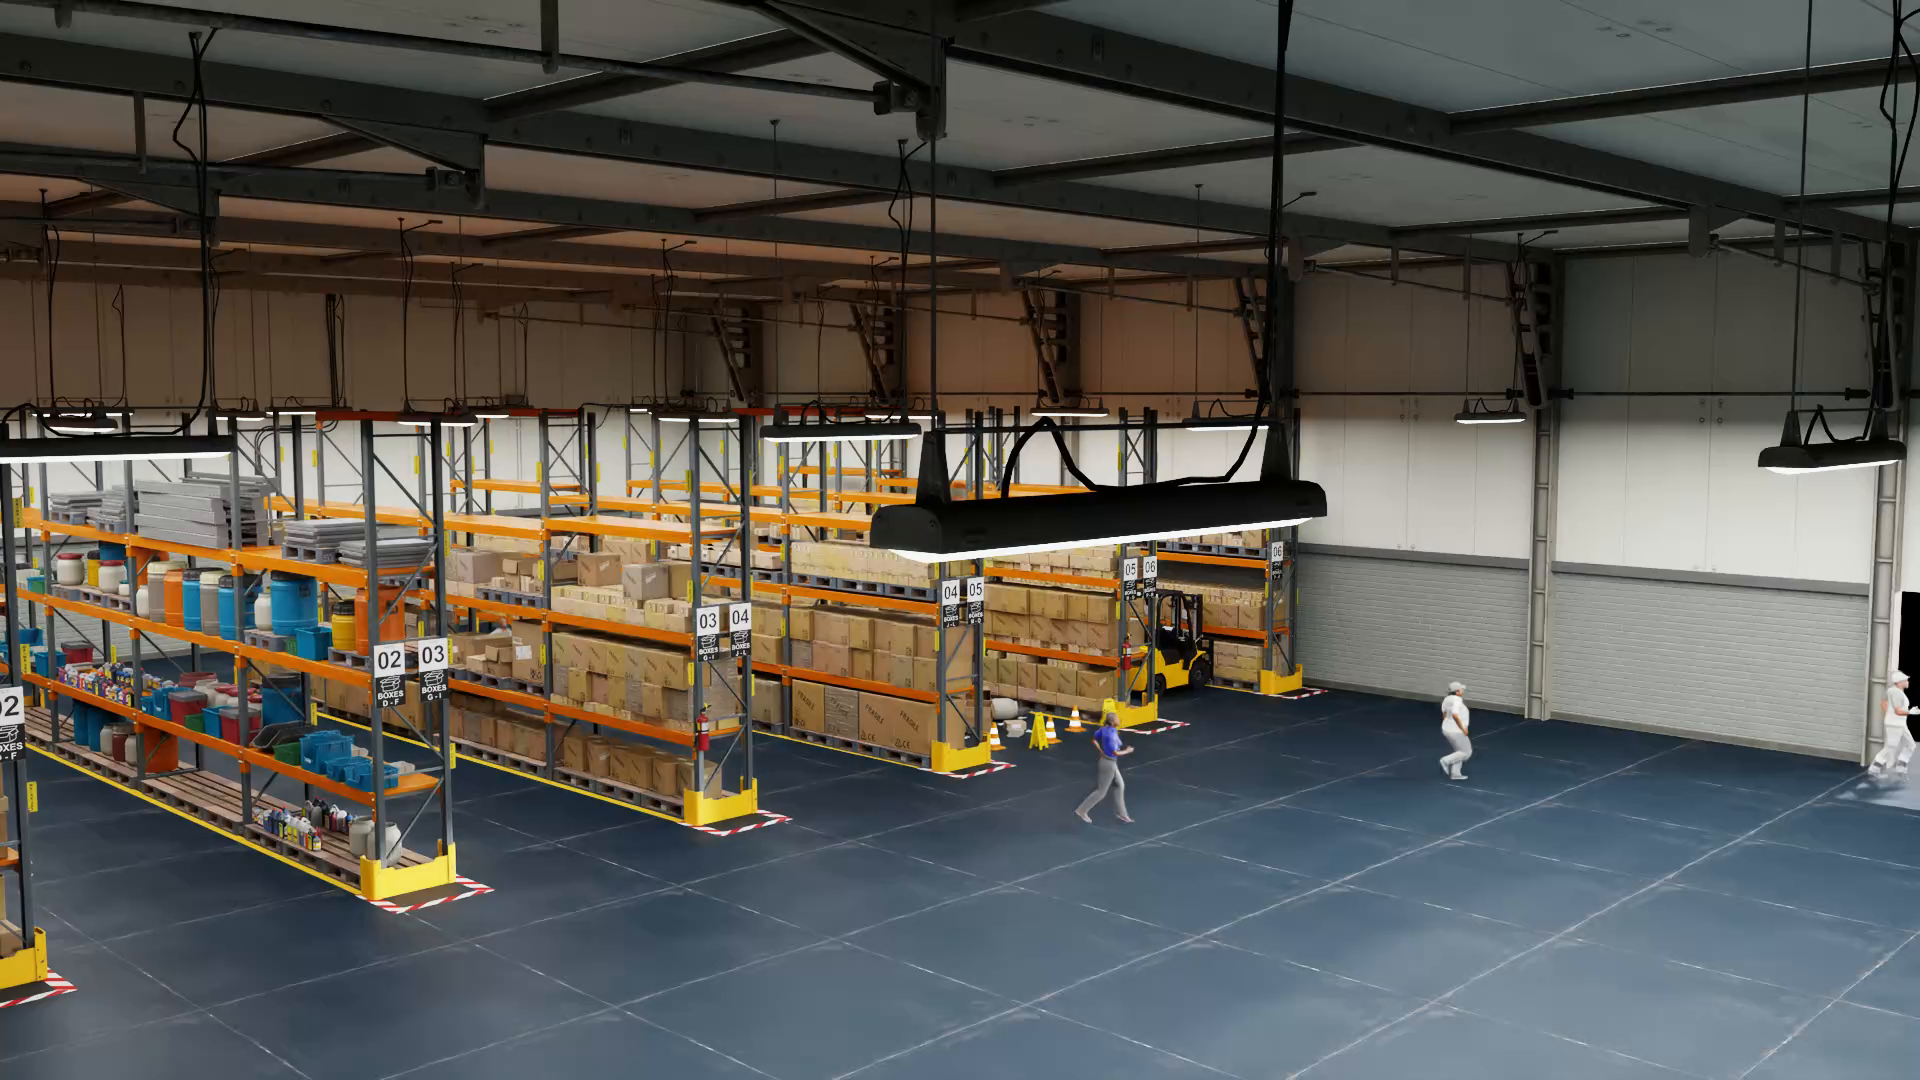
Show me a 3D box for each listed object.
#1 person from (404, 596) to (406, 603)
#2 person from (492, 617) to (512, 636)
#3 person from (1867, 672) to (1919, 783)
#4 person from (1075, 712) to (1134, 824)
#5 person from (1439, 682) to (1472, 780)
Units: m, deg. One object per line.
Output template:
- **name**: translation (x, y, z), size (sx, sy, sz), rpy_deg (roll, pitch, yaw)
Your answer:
- **person**: translation (-12.867, 2.103, 38.212), size (0.755, 1.726, 0.805), rpy_deg (0, 5, -1)
- **person**: translation (-9.580, 2.442, 34.913), size (0.704, 1.646, 0.505), rpy_deg (5, 7, 43)
- **person**: translation (15.200, 3.060, 27.017), size (0.736, 1.849, 0.646), rpy_deg (3, 6, 31)
- **person**: translation (2.114, 3.354, 24.351), size (0.920, 1.691, 0.586), rpy_deg (-1, 5, -7)
- **person**: translation (8.057, 3.121, 27.144), size (0.566, 1.620, 0.622), rpy_deg (-1, 5, -11)
